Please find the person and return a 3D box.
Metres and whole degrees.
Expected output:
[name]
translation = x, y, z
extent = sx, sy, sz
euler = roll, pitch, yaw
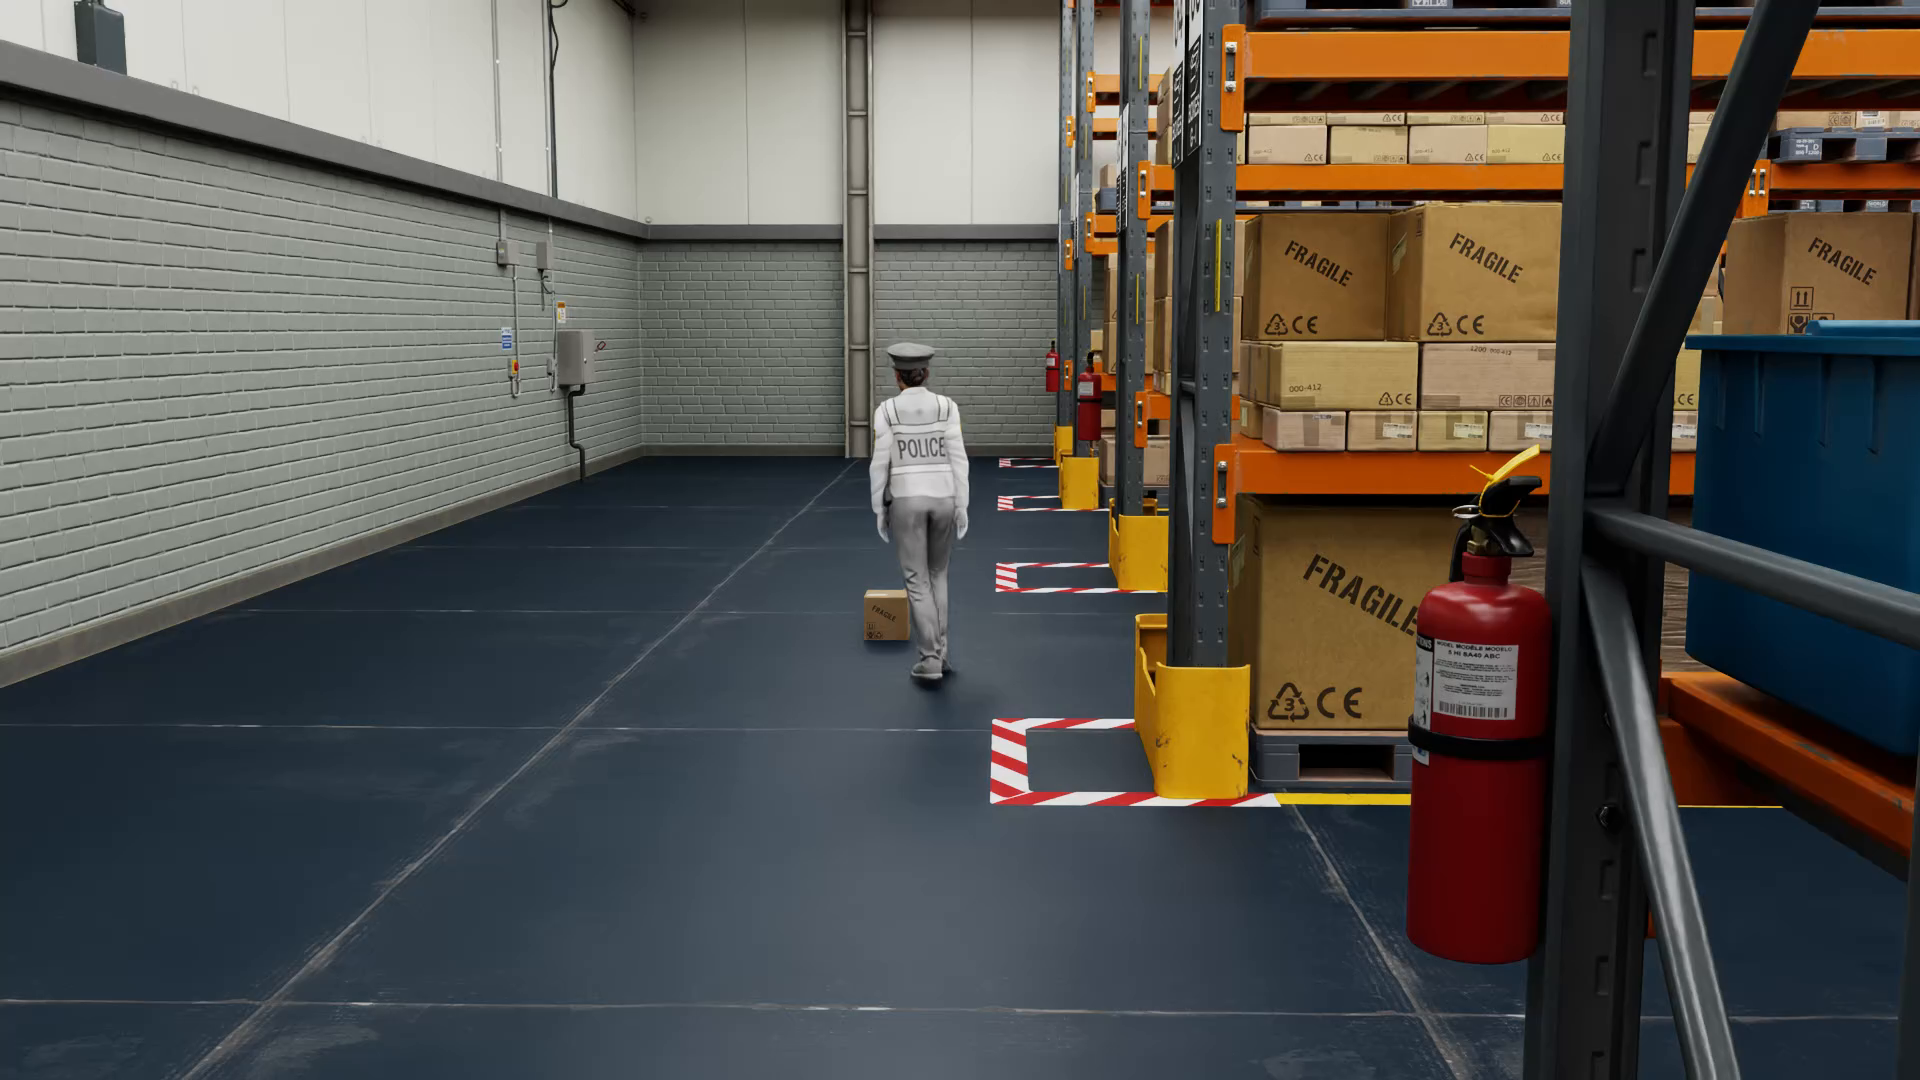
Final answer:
[person]
translation = -0.202, -0.117, 8.244
extent = 0.474, 1.710, 0.535
euler = -2, 8, -18
